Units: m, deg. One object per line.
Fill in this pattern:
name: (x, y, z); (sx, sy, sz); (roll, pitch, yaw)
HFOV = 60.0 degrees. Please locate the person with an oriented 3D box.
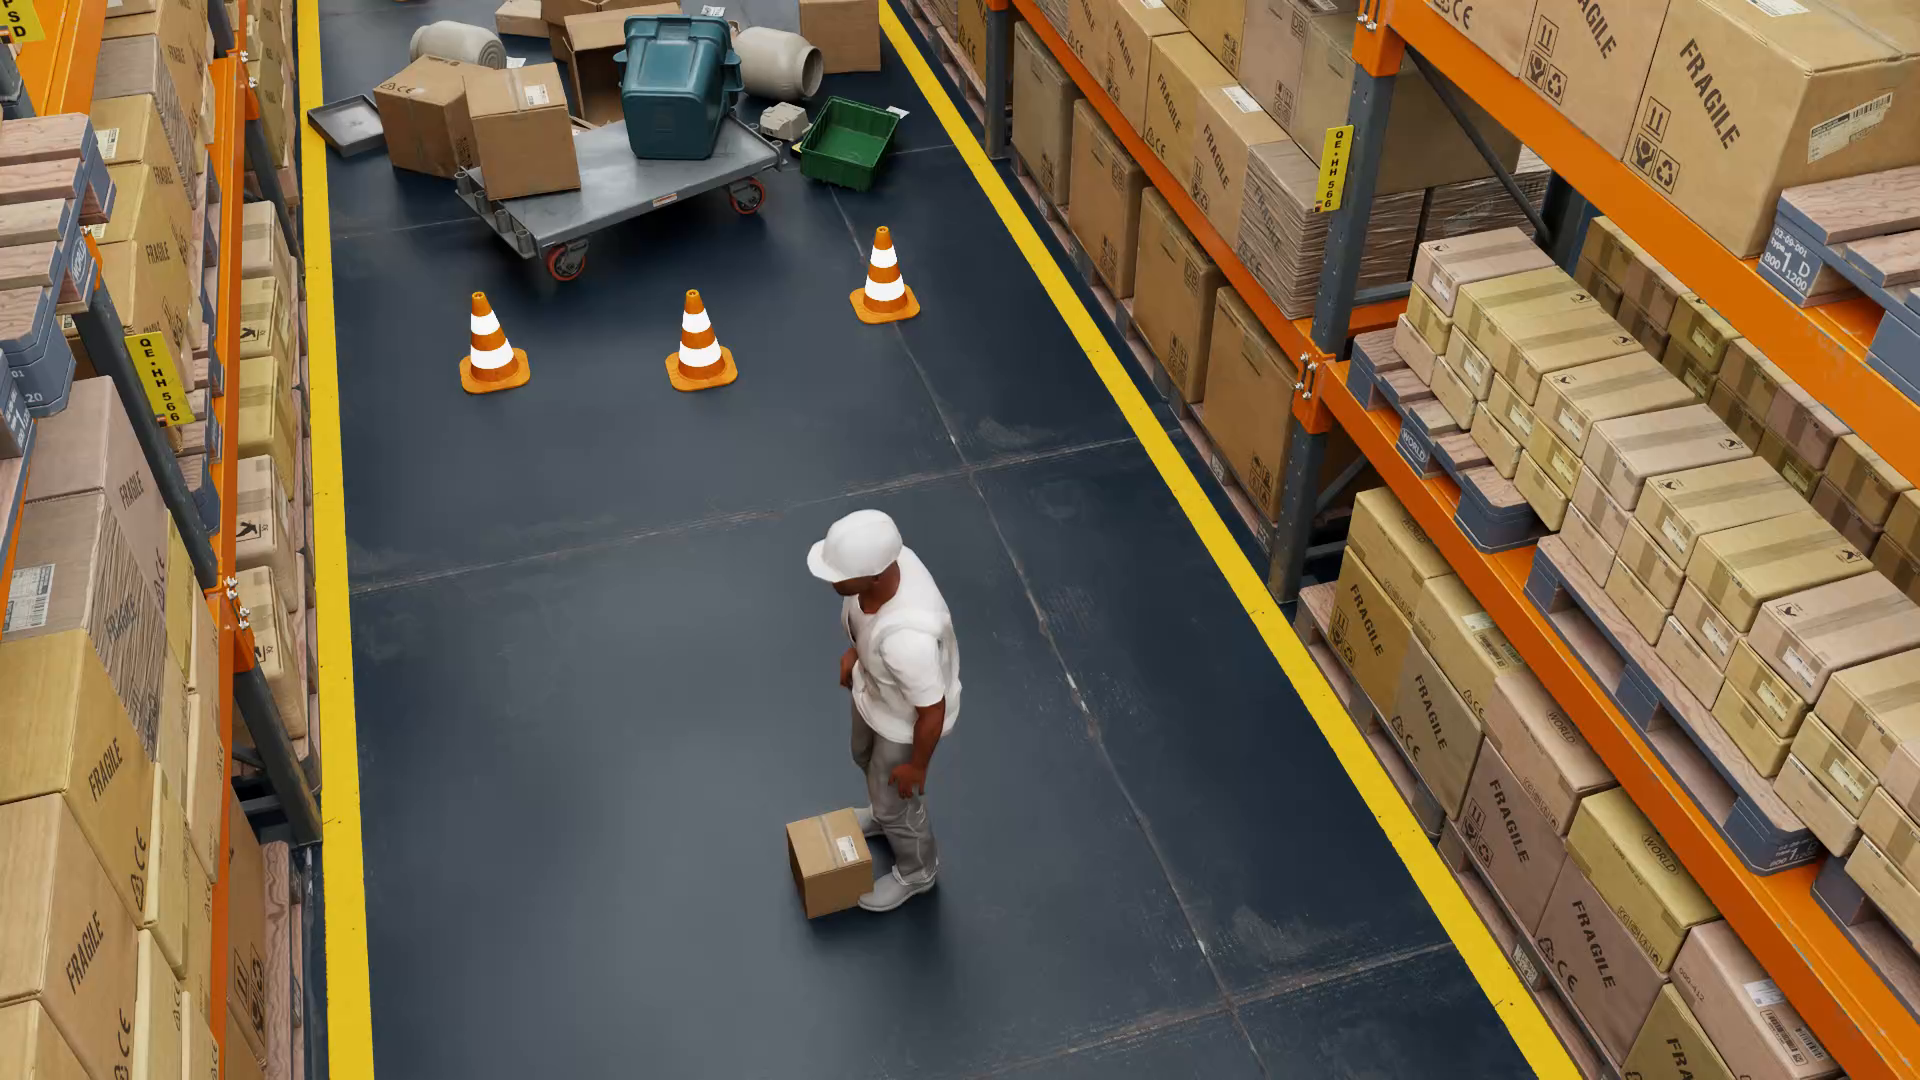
person: (-0.245, 0.554, 5.532); (0.461, 1.759, 0.631); (-14, 44, -15)
